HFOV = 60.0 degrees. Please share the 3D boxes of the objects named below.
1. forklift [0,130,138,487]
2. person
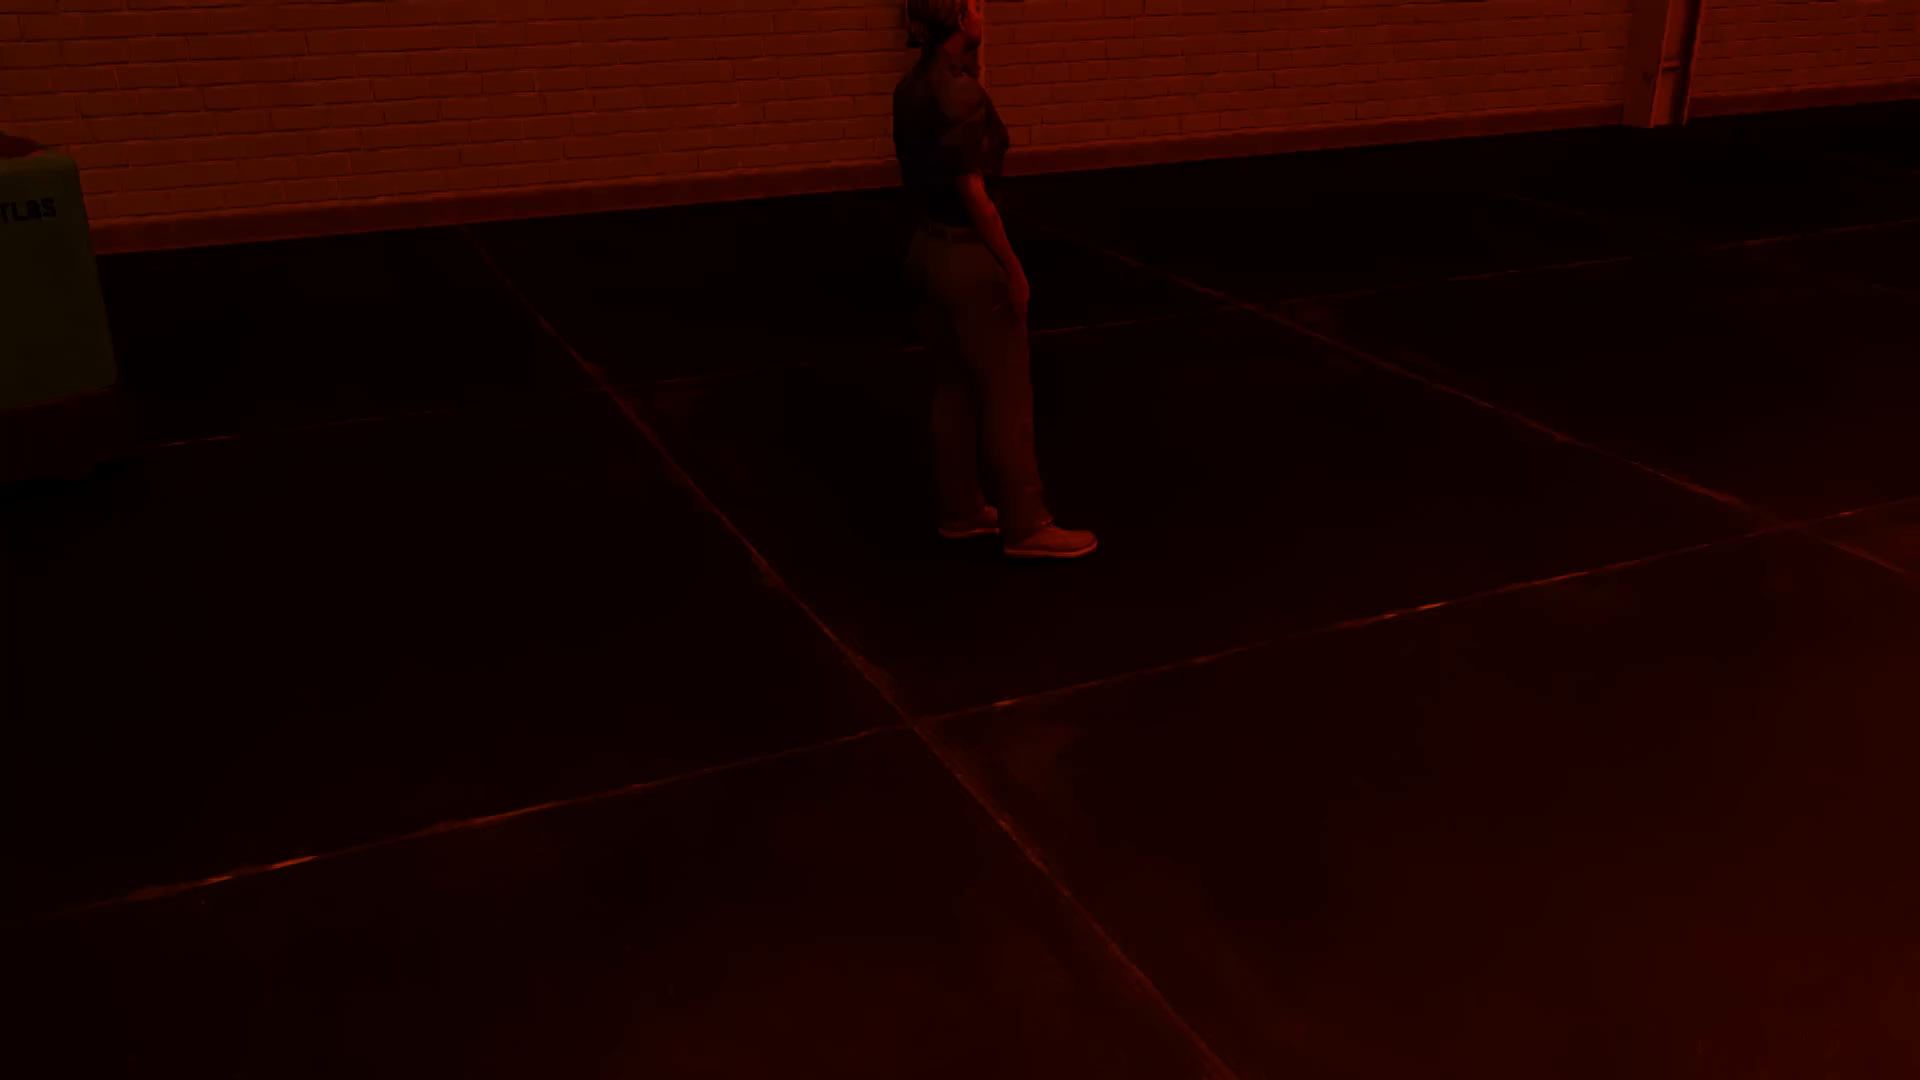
[{"bbox_3d":[-4.196,-1.318,4.459,1.130,2.935,3.031,21,30,41],"label":"forklift"},{"bbox_3d":[0.088,-0.778,4.805,0.503,1.654,0.570,-10,25,-23],"label":"person"}]
